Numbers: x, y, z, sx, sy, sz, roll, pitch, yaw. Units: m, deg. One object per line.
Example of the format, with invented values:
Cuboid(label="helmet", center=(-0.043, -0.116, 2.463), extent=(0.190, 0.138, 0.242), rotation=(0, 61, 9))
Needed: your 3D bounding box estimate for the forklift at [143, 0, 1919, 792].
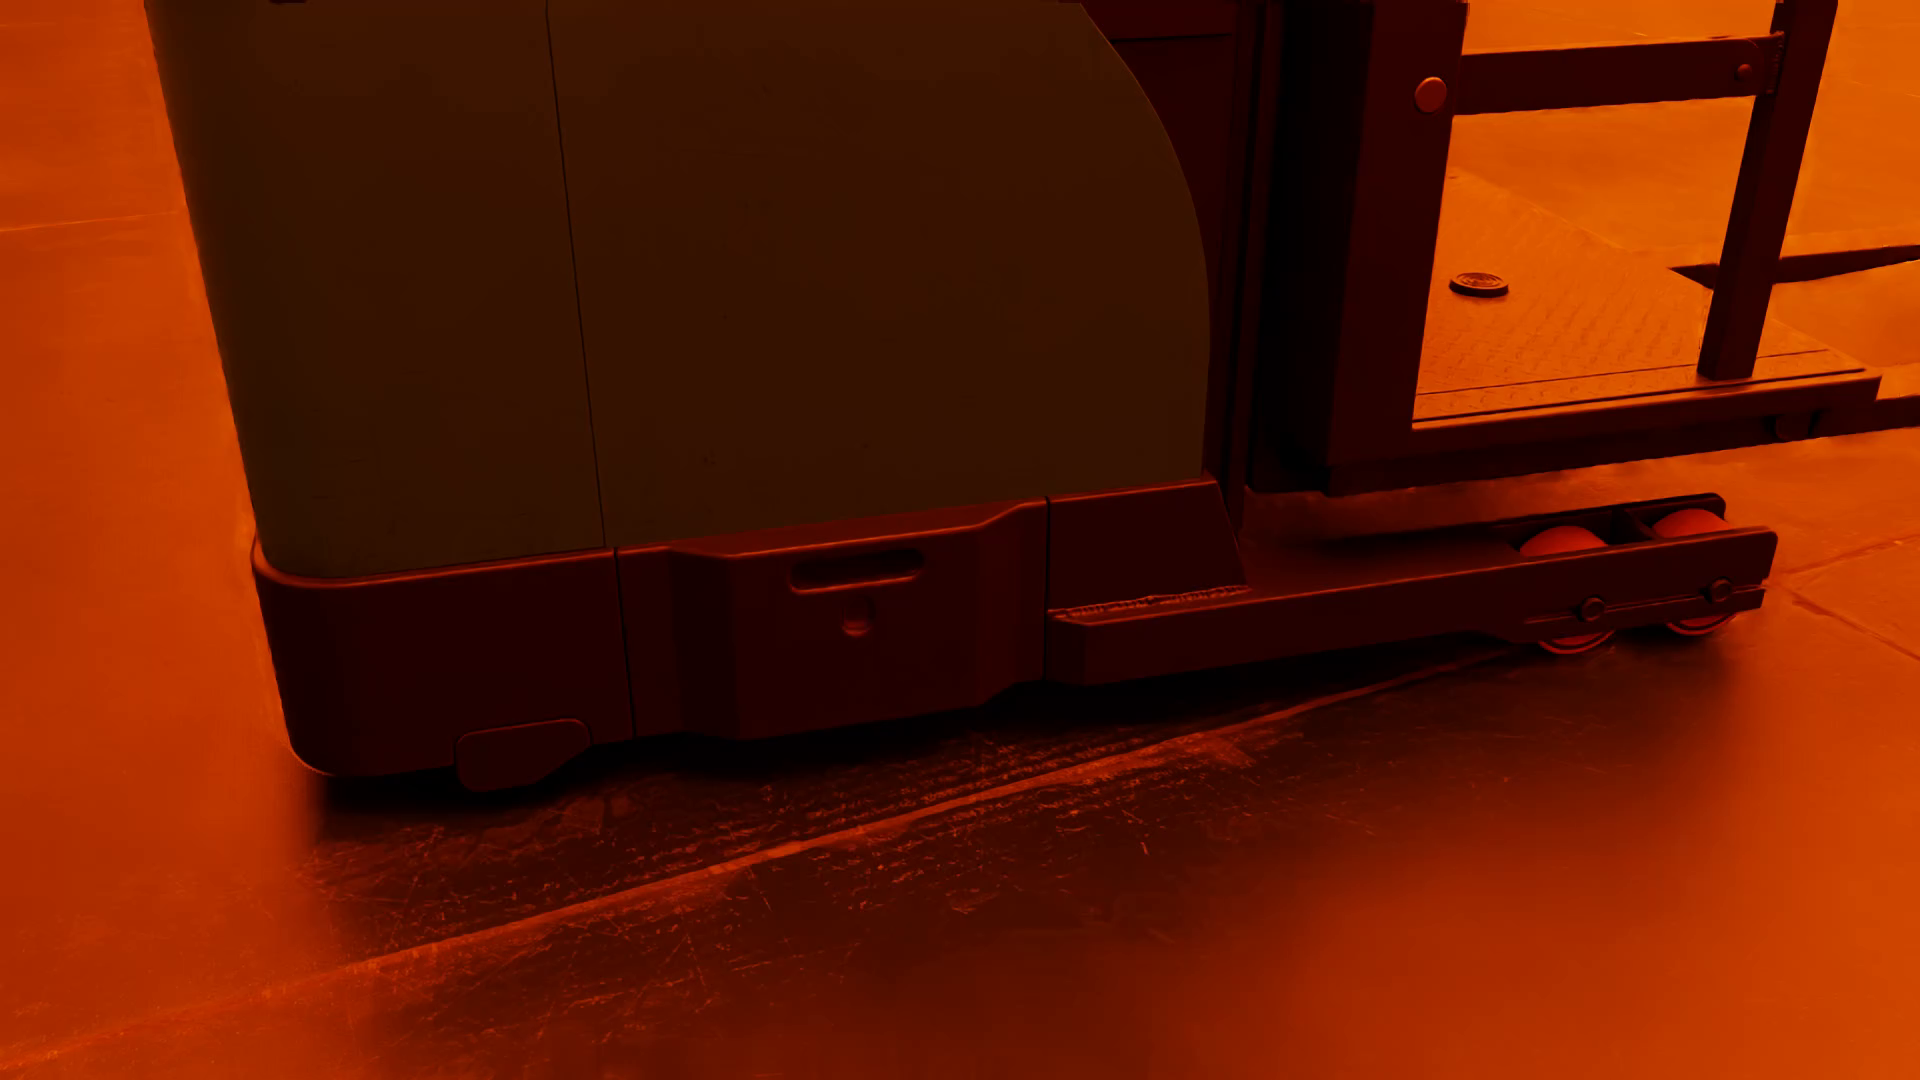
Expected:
Cuboid(label="forklift", center=(0.589, -1.378, 1.976), extent=(3.031, 2.935, 1.130), rotation=(-7, 28, -13))
